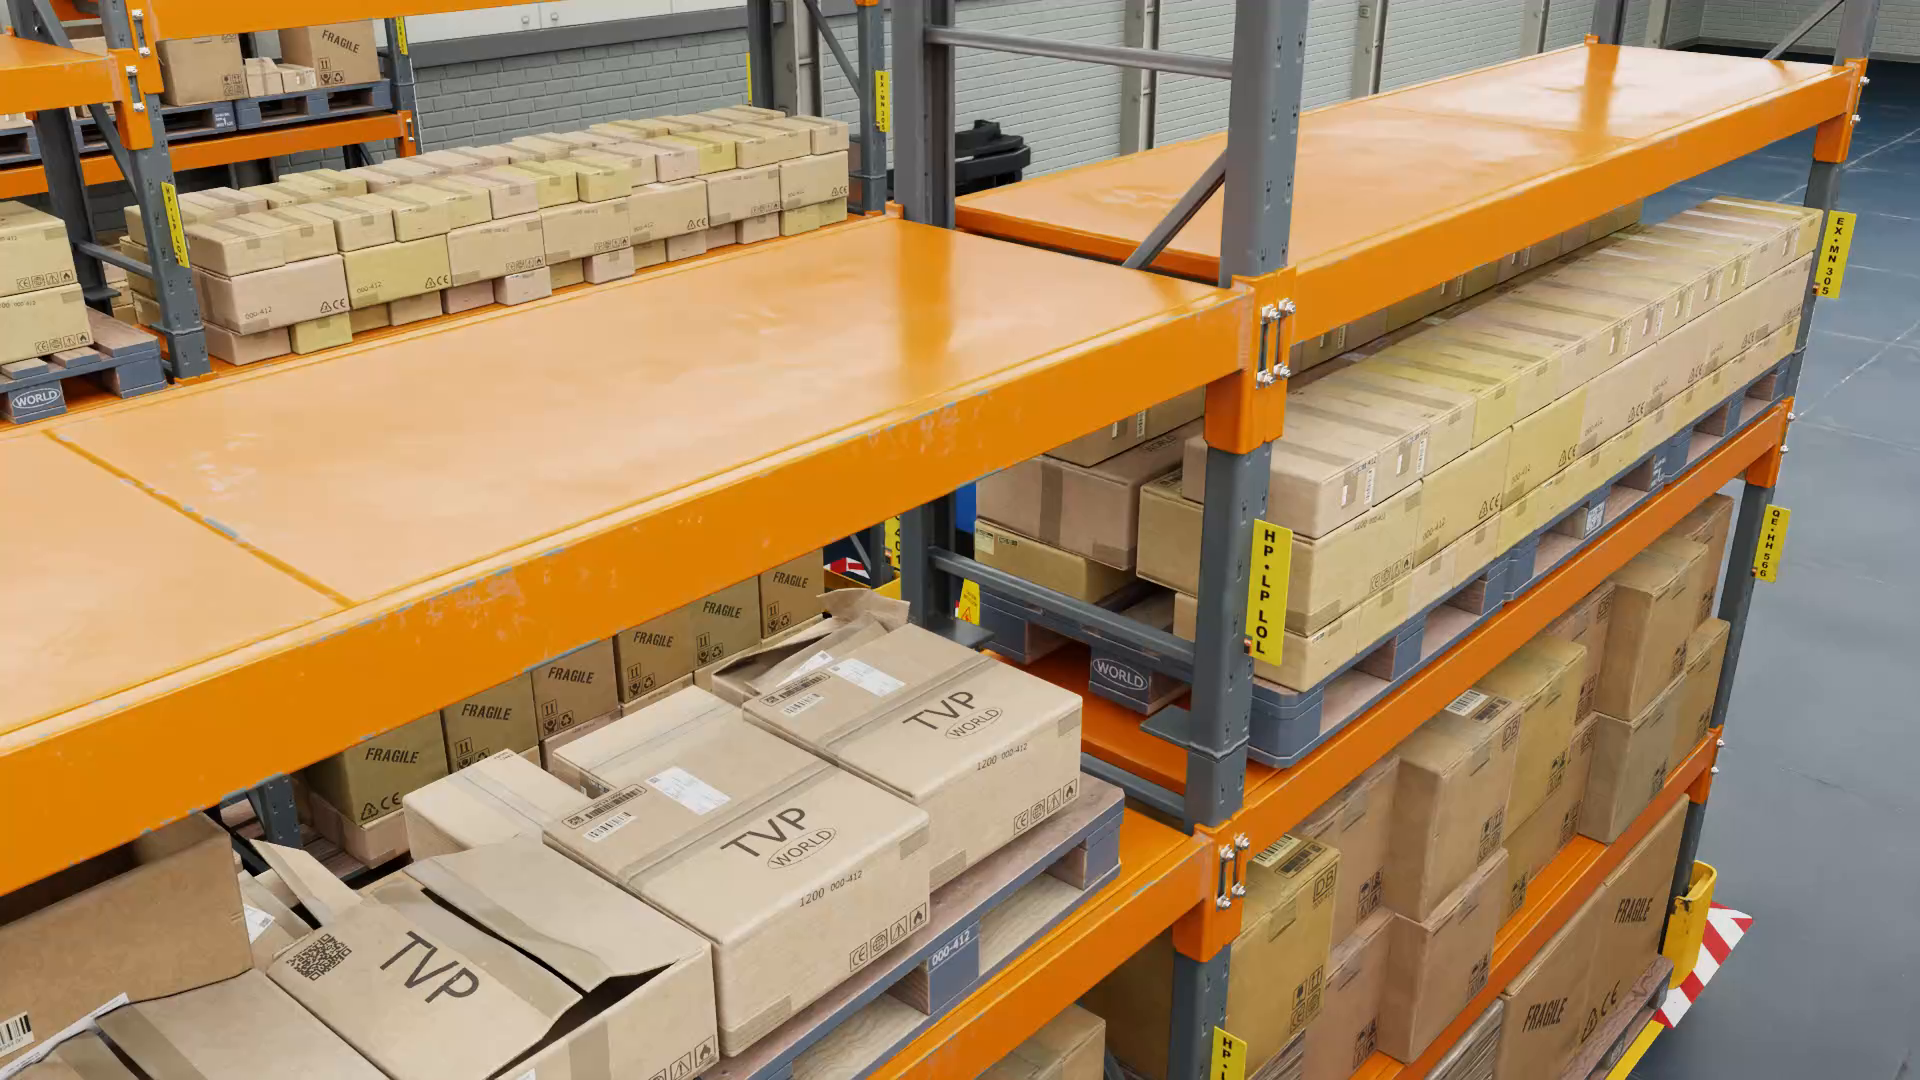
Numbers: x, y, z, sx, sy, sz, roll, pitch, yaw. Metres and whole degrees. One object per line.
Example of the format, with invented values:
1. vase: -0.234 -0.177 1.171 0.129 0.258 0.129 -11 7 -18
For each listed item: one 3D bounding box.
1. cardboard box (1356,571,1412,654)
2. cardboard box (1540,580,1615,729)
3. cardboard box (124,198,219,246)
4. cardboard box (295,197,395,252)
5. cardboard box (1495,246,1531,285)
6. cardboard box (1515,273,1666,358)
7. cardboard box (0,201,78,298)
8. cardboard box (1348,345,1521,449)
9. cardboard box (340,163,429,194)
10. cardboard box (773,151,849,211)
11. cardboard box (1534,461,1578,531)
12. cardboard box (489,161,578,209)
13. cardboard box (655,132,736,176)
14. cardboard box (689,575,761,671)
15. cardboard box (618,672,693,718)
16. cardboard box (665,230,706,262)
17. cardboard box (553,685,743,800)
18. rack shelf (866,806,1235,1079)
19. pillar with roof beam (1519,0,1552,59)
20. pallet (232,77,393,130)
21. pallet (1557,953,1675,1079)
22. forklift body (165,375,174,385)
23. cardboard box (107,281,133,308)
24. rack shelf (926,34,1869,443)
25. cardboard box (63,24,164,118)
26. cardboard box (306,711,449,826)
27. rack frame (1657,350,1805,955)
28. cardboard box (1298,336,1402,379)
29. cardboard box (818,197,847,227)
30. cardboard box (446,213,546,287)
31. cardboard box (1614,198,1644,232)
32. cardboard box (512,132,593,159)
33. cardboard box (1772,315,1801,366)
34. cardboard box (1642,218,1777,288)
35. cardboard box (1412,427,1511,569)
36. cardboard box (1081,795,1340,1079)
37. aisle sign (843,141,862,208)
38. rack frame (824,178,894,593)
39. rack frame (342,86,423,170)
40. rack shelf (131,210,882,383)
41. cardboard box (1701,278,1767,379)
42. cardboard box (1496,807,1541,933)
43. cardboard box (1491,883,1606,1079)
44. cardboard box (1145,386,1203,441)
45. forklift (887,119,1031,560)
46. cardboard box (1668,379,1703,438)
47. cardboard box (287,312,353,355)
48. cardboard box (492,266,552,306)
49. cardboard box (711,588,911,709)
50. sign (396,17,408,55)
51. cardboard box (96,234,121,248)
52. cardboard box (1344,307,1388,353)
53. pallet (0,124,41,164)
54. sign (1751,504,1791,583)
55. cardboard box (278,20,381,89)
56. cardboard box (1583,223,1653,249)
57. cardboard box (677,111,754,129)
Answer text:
1. cardboard box: 0.923 0.129 4.271 0.380 0.149 0.250 20 31 38
2. cardboard box: 1.875 0.367 6.233 0.875 0.550 0.550 20 31 38
3. cardboard box: -3.450 -1.377 7.291 0.380 0.149 0.250 21 32 39
4. cardboard box: -2.710 -1.393 7.327 0.380 0.149 0.250 19 30 36
5. cardboard box: 1.786 -1.031 5.886 0.380 0.149 0.250 19 31 37
6. cardboard box: 1.935 -0.696 5.137 0.380 0.149 0.250 20 31 38
7. cardboard box: -3.790 -1.111 6.426 0.500 0.250 0.500 21 32 39
8. cardboard box: 1.259 -0.388 4.450 0.380 0.149 0.250 20 31 37
9. cardboard box: -2.766 -1.698 8.009 0.380 0.149 0.250 19 31 37
10. cardboard box: -0.970 -2.028 9.231 0.500 0.250 0.500 20 31 37
11. cardboard box: 1.600 -0.180 4.961 0.380 0.149 0.250 20 31 38
12. cardboard box: -2.069 -1.724 8.065 0.380 0.149 0.250 21 32 39
13. cardboard box: -1.400 -2.041 8.774 0.380 0.149 0.250 20 31 38
14. cardboard box: -1.515 0.375 9.650 0.500 0.500 0.500 22 32 39
15. cardboard box: -1.865 0.878 9.444 0.500 0.250 0.500 19 30 36
16. cardboard box: -1.553 -1.586 8.733 0.380 0.149 0.250 20 31 37
17. cardboard box: -0.622 0.475 3.500 0.250 0.149 0.380 20 31 38
18. rack shelf: -1.080 1.287 2.897 1.077 0.370 4.000 20 31 38
19. pillar with roof beam: 13.560 -11.084 25.942 9.100 9.000 0.400 20 31 38
20. pallet: -5.019 -3.296 12.347 1.003 0.211 1.213 20 31 38
21. pallet: 2.449 2.037 7.420 1.003 0.211 1.213 20 31 38
22. forklift body: -4.435 -0.712 11.181 2.313 2.155 1.214 20 31 38
23. cardboard box: -5.913 -1.706 11.444 0.380 0.149 0.250 19 30 36
24. rack shelf: 1.590 -1.118 5.083 1.077 0.370 4.000 20 31 38
25. cardboard box: -5.819 -3.175 11.207 0.797 0.503 0.637 21 32 39
26. cardboard box: -2.904 1.012 8.228 0.500 0.500 0.500 22 32 40
27. rack frame: 2.925 0.500 7.441 1.000 3.000 0.127 20 31 38
28. cardboard box: 1.065 -0.481 5.145 0.500 0.250 0.500 20 31 37
29. cardboard box: -0.859 -1.890 9.411 0.380 0.149 0.250 20 31 38
30. cardboard box: -2.320 -1.407 7.845 0.500 0.250 0.500 20 31 38
31. cardboard box: 2.465 -1.341 6.576 0.380 0.149 0.250 21 31 38
32. cardboard box: -2.139 -2.031 8.751 0.380 0.149 0.250 21 32 39
33. cardboard box: 2.955 -0.798 6.340 0.380 0.149 0.250 20 31 37
34. cardboard box: 2.614 -1.007 5.830 0.380 0.149 0.250 21 31 38
35. cardboard box: 1.126 -0.182 4.478 0.500 0.250 0.500 20 31 37
36. cardboard box: 0.527 1.054 4.701 0.875 0.550 0.550 20 31 38
37. aisle sign: -0.572 -1.947 9.720 0.394 0.787 0.004 20 31 38
38. rack frame: -0.829 -0.821 10.386 1.000 3.000 0.127 20 31 38
39. rack frame: -4.528 -2.175 13.407 1.000 3.000 0.127 20 31 38
40. rack shelf: -2.164 -1.252 8.561 1.077 0.370 4.000 20 31 38
41. cardboard box: 2.472 -0.796 5.848 0.500 0.250 0.500 20 31 38
42. cardboard box: 1.570 1.039 6.054 0.875 0.550 0.500 20 31 38
43. cardboard box: 1.936 1.771 6.689 0.875 0.875 0.875 20 31 37
44. cardboard box: 0.431 -0.412 4.505 0.380 0.149 0.250 20 31 37
45. forklift: -0.343 -1.598 12.202 1.130 2.935 3.031 -20 31 -38
46. cardboard box: 2.276 -0.488 5.648 0.380 0.149 0.250 20 31 37
47. cardboard box: -2.889 -0.948 7.311 0.380 0.149 0.250 20 31 38
48. cardboard box: -2.182 -1.253 7.991 0.380 0.149 0.250 19 31 37
49. cardboard box: -0.334 0.289 3.772 0.258 0.266 0.396 20 31 37
50. sign: -4.133 -3.760 12.288 0.100 0.325 0.005 20 31 38
51. cardboard box: -6.138 -2.064 11.879 0.380 0.149 0.250 21 32 39
52. cardboard box: 1.105 -0.720 5.191 0.380 0.149 0.250 20 31 37
53. pallet: -6.647 -2.552 10.689 1.003 0.211 1.213 20 31 38
54. sign: 3.320 0.016 6.815 0.100 0.325 0.005 20 31 38
55. cardboard box: -4.642 -3.626 12.217 0.500 0.500 0.500 21 32 39
56. cardboard box: 2.412 -1.097 6.519 0.500 0.250 0.500 20 31 37
57. cardboard box: -1.374 -2.305 9.363 0.380 0.149 0.250 20 31 37
